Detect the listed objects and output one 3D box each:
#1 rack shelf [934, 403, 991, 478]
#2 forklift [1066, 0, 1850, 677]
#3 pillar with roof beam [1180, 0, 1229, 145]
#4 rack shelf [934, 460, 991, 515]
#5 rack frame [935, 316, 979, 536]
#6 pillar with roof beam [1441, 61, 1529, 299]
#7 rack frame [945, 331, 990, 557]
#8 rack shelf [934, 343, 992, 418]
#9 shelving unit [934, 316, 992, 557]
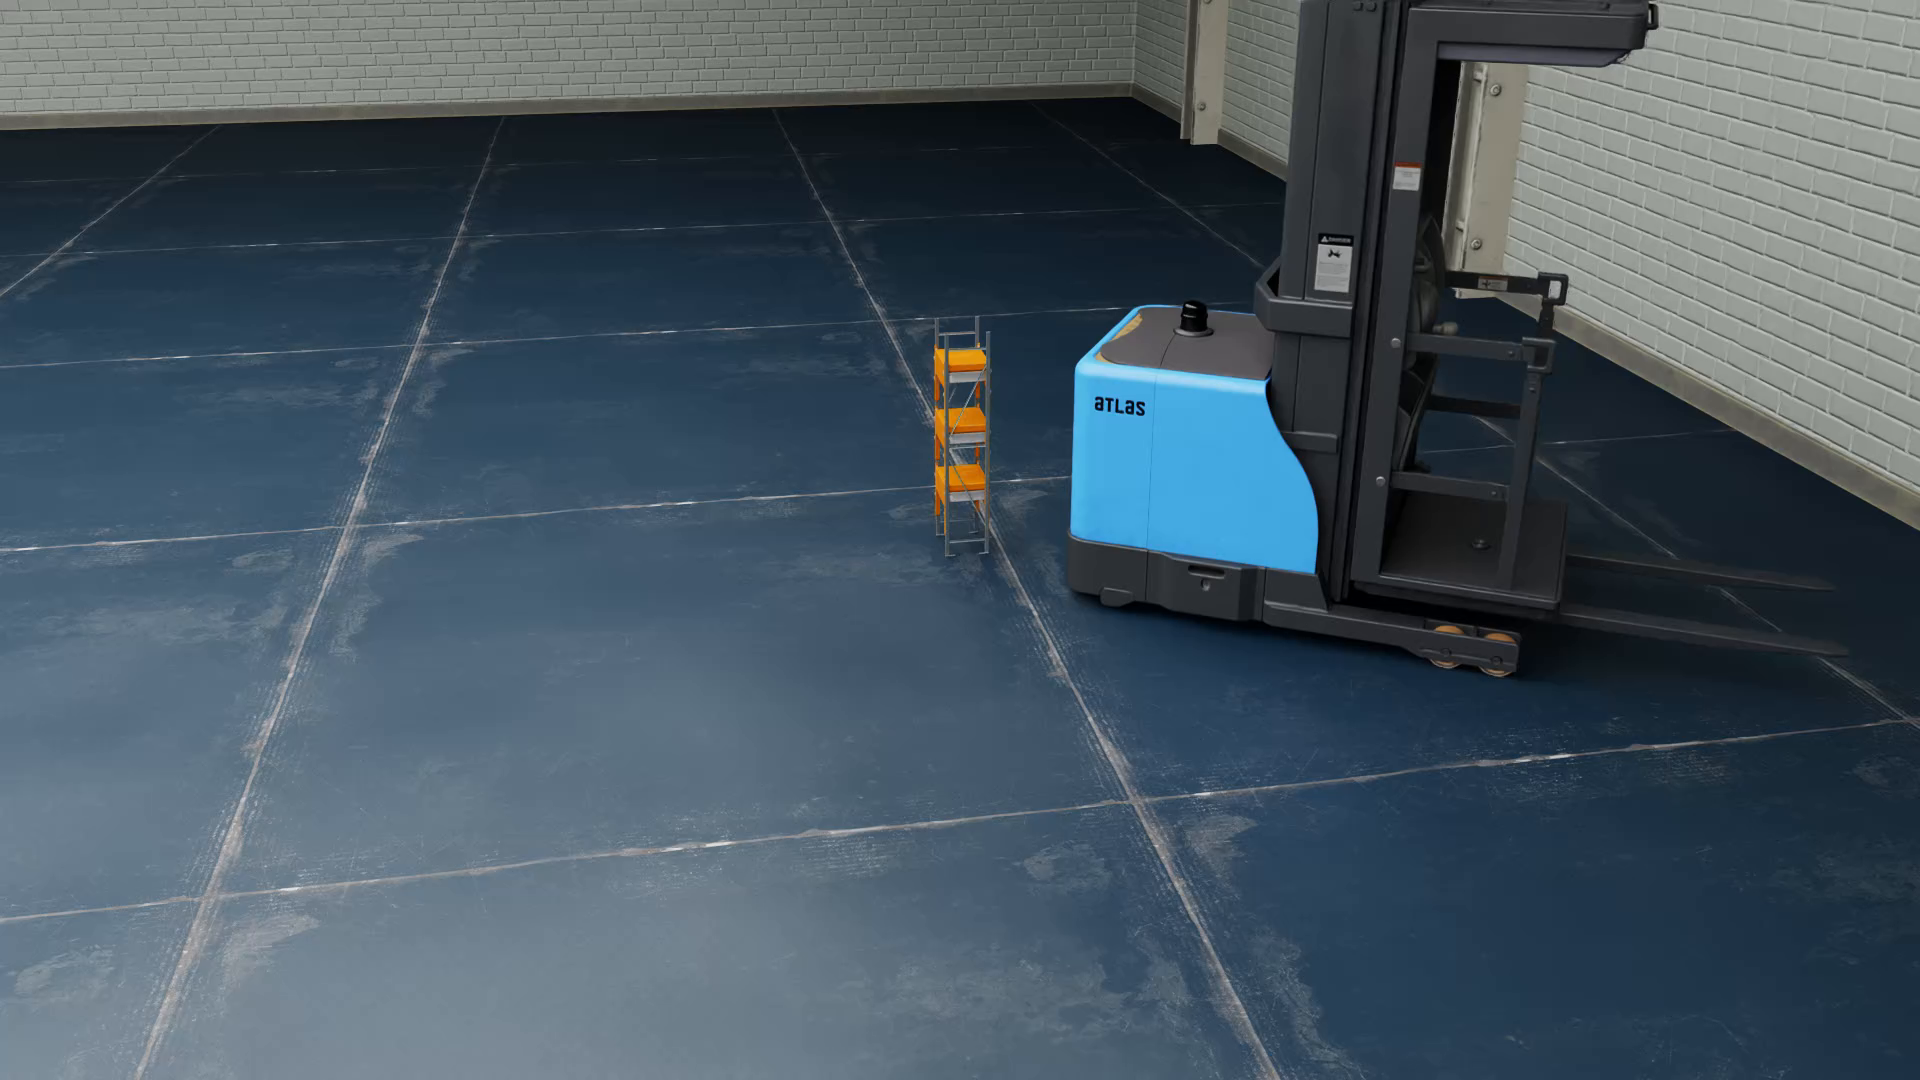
[{"bbox_3d":[0.010,-0.450,7.496,0.215,0.259,0.240,-4,24,-10],"label":"rack shelf"},{"bbox_3d":[2.026,-1.048,6.488,3.031,2.935,1.130,9,25,19],"label":"forklift"},{"bbox_3d":[-1.744,-7.939,14.685,9.100,9.000,0.400,-4,24,-10],"label":"pillar with roof beam"},{"bbox_3d":[0.010,-0.196,7.607,0.215,0.259,0.240,-4,24,-10],"label":"rack shelf"},{"bbox_3d":[-0.013,-0.508,7.602,0.200,1.050,0.008,-4,24,-10],"label":"rack frame"},{"bbox_3d":[-0.635,-5.579,9.281,9.100,9.000,0.400,-4,24,-10],"label":"pillar with roof beam"},{"bbox_3d":[0.032,-0.412,7.382,0.200,1.050,0.008,-4,24,-10],"label":"rack frame"},{"bbox_3d":[0.010,-0.710,7.382,0.215,0.259,0.240,-4,24,-10],"label":"rack shelf"},{"bbox_3d":[0.010,-0.460,7.492,0.215,1.050,0.252,-4,24,-10],"label":"shelving unit"}]
